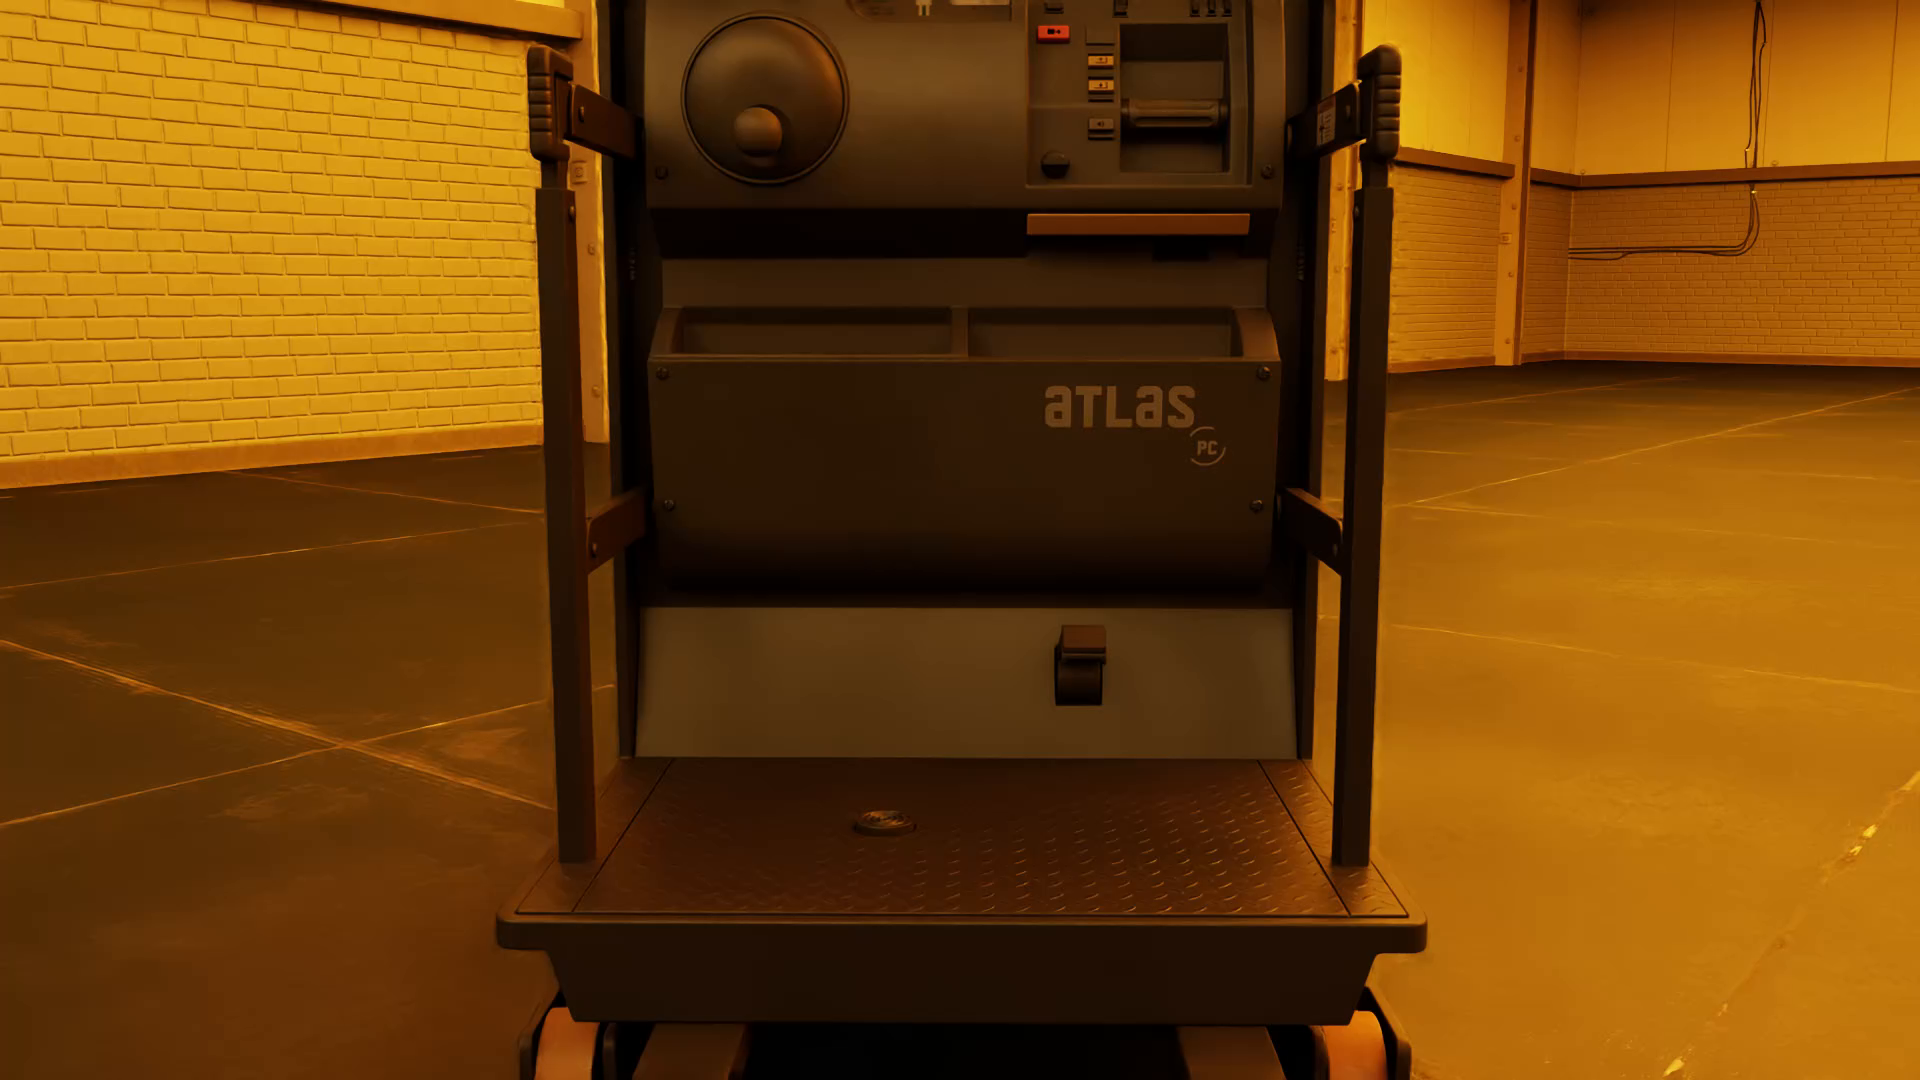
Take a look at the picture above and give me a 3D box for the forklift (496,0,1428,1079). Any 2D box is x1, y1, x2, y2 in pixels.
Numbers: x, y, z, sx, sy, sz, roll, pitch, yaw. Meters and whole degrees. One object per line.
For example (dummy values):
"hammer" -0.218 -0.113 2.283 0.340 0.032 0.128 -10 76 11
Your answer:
"forklift" 0.006 -0.724 2.231 1.130 2.935 3.031 0 8 1
